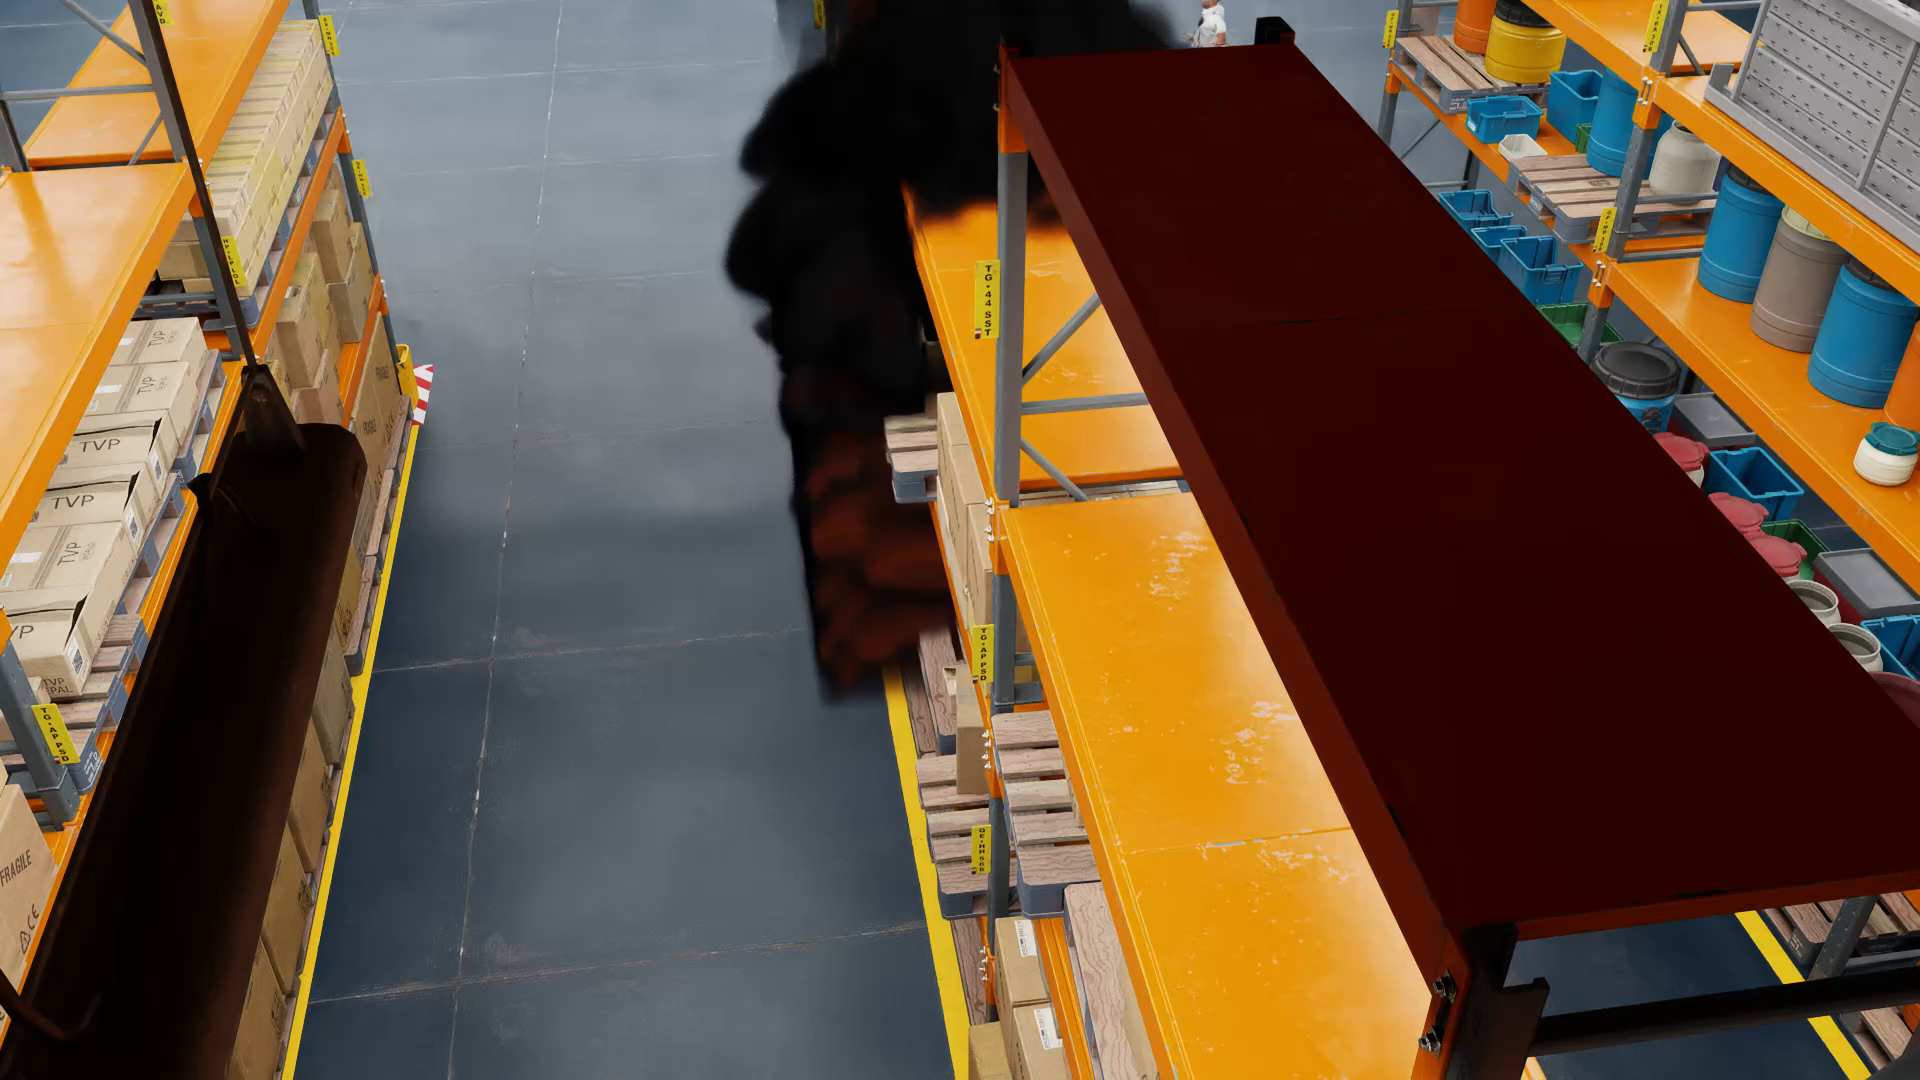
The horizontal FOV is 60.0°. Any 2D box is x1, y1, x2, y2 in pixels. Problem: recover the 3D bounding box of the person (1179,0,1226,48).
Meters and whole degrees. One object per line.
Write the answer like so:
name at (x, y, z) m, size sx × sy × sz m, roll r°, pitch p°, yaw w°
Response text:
person at (2.894, -5.727, 19.776) m, size 0.658 × 1.776 × 0.684 m, roll 11°, pitch 38°, yaw 14°
